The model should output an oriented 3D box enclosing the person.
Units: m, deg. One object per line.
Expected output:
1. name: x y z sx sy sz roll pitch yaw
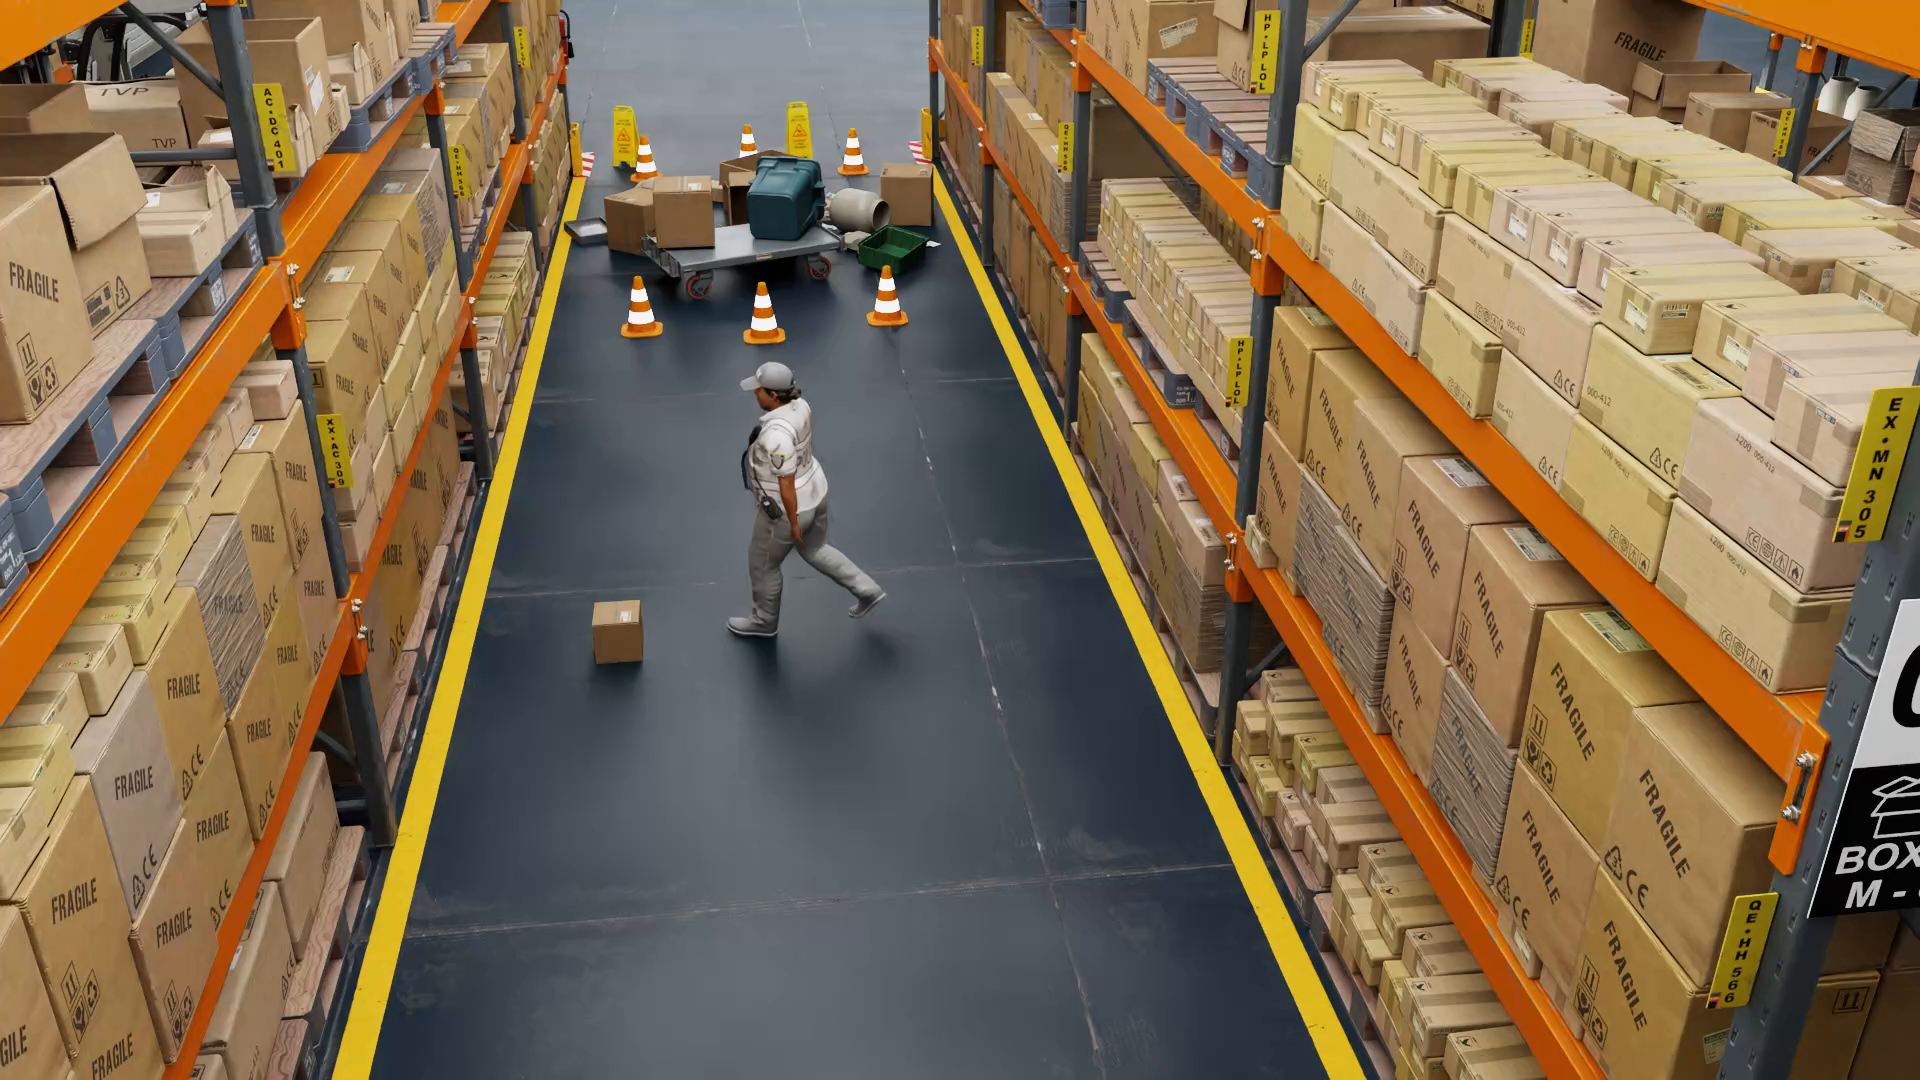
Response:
1. person: -0.872 -0.196 8.994 0.900 1.636 0.490 7 28 12
